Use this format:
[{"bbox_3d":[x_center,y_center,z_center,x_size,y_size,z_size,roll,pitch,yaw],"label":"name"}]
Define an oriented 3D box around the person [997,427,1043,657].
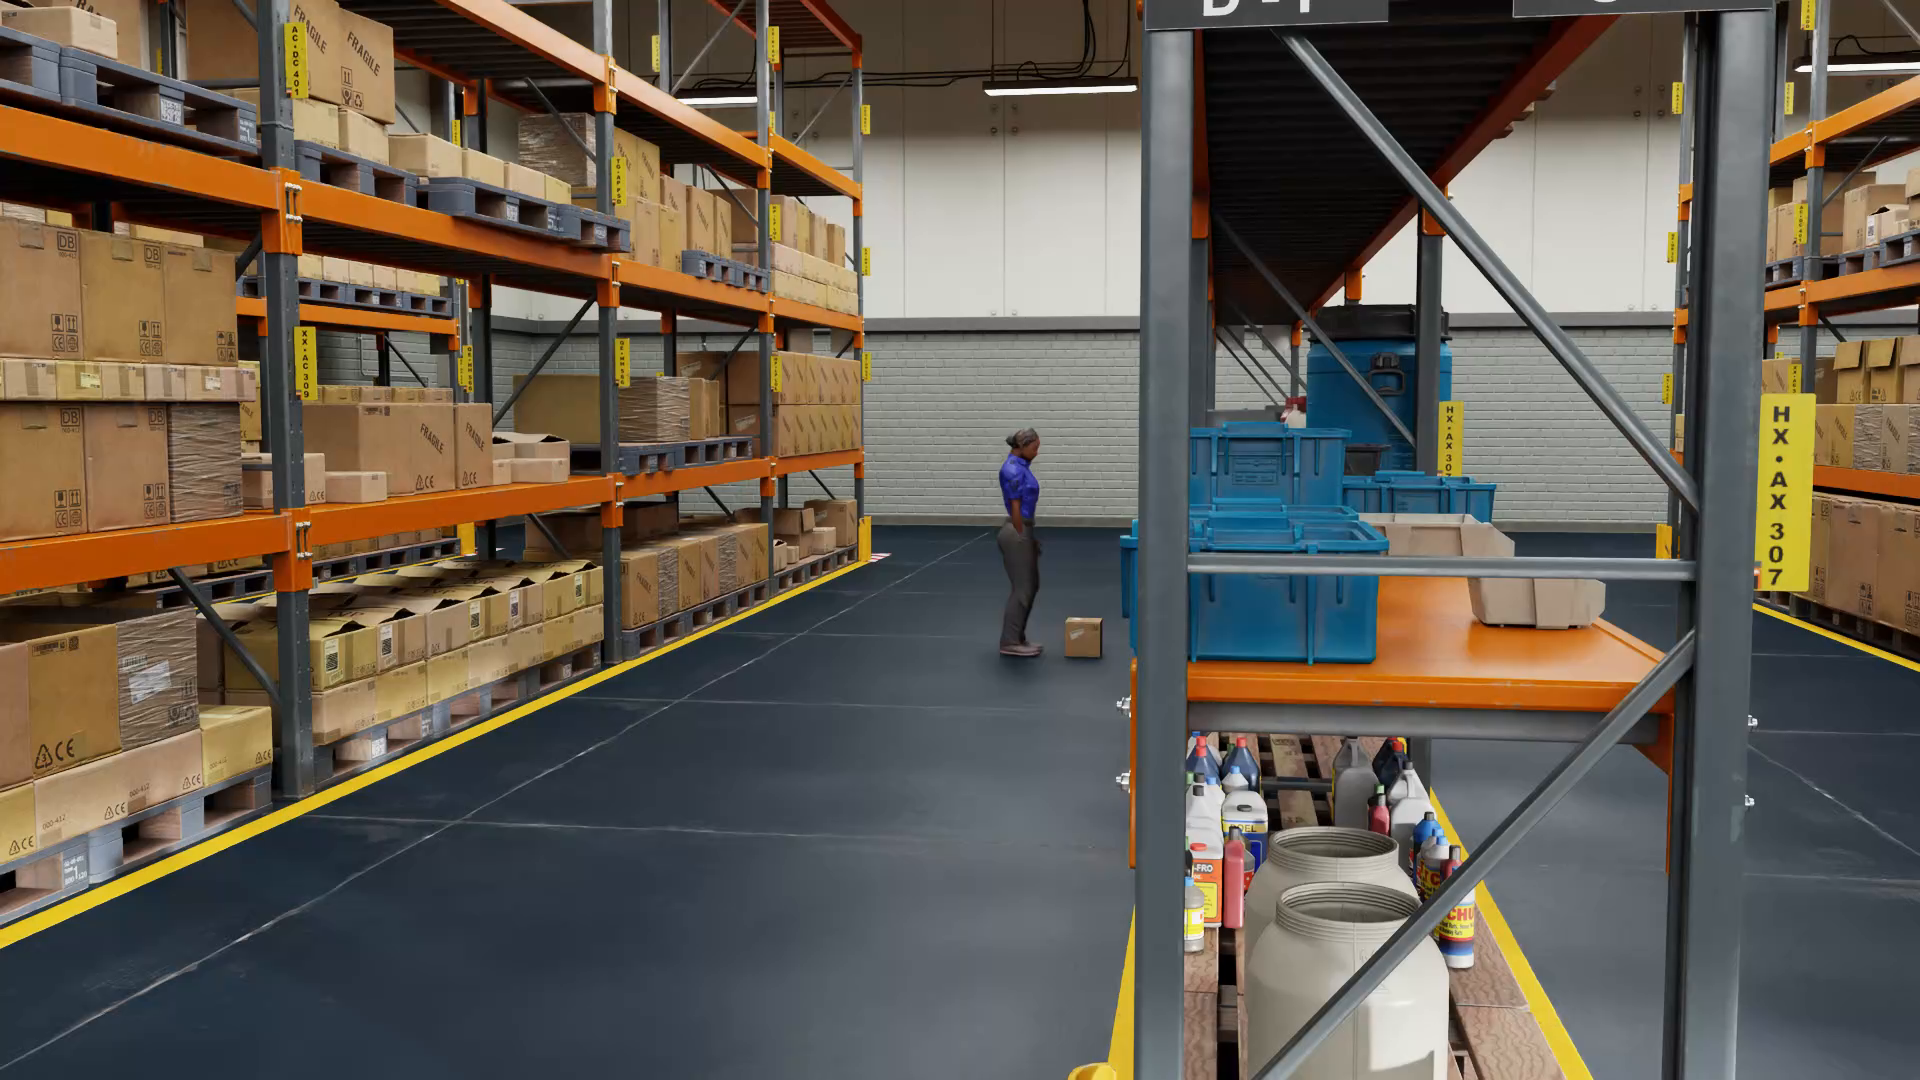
[{"bbox_3d":[0.440,0.006,12.006,0.319,1.642,0.443,1,5,10],"label":"person"}]
